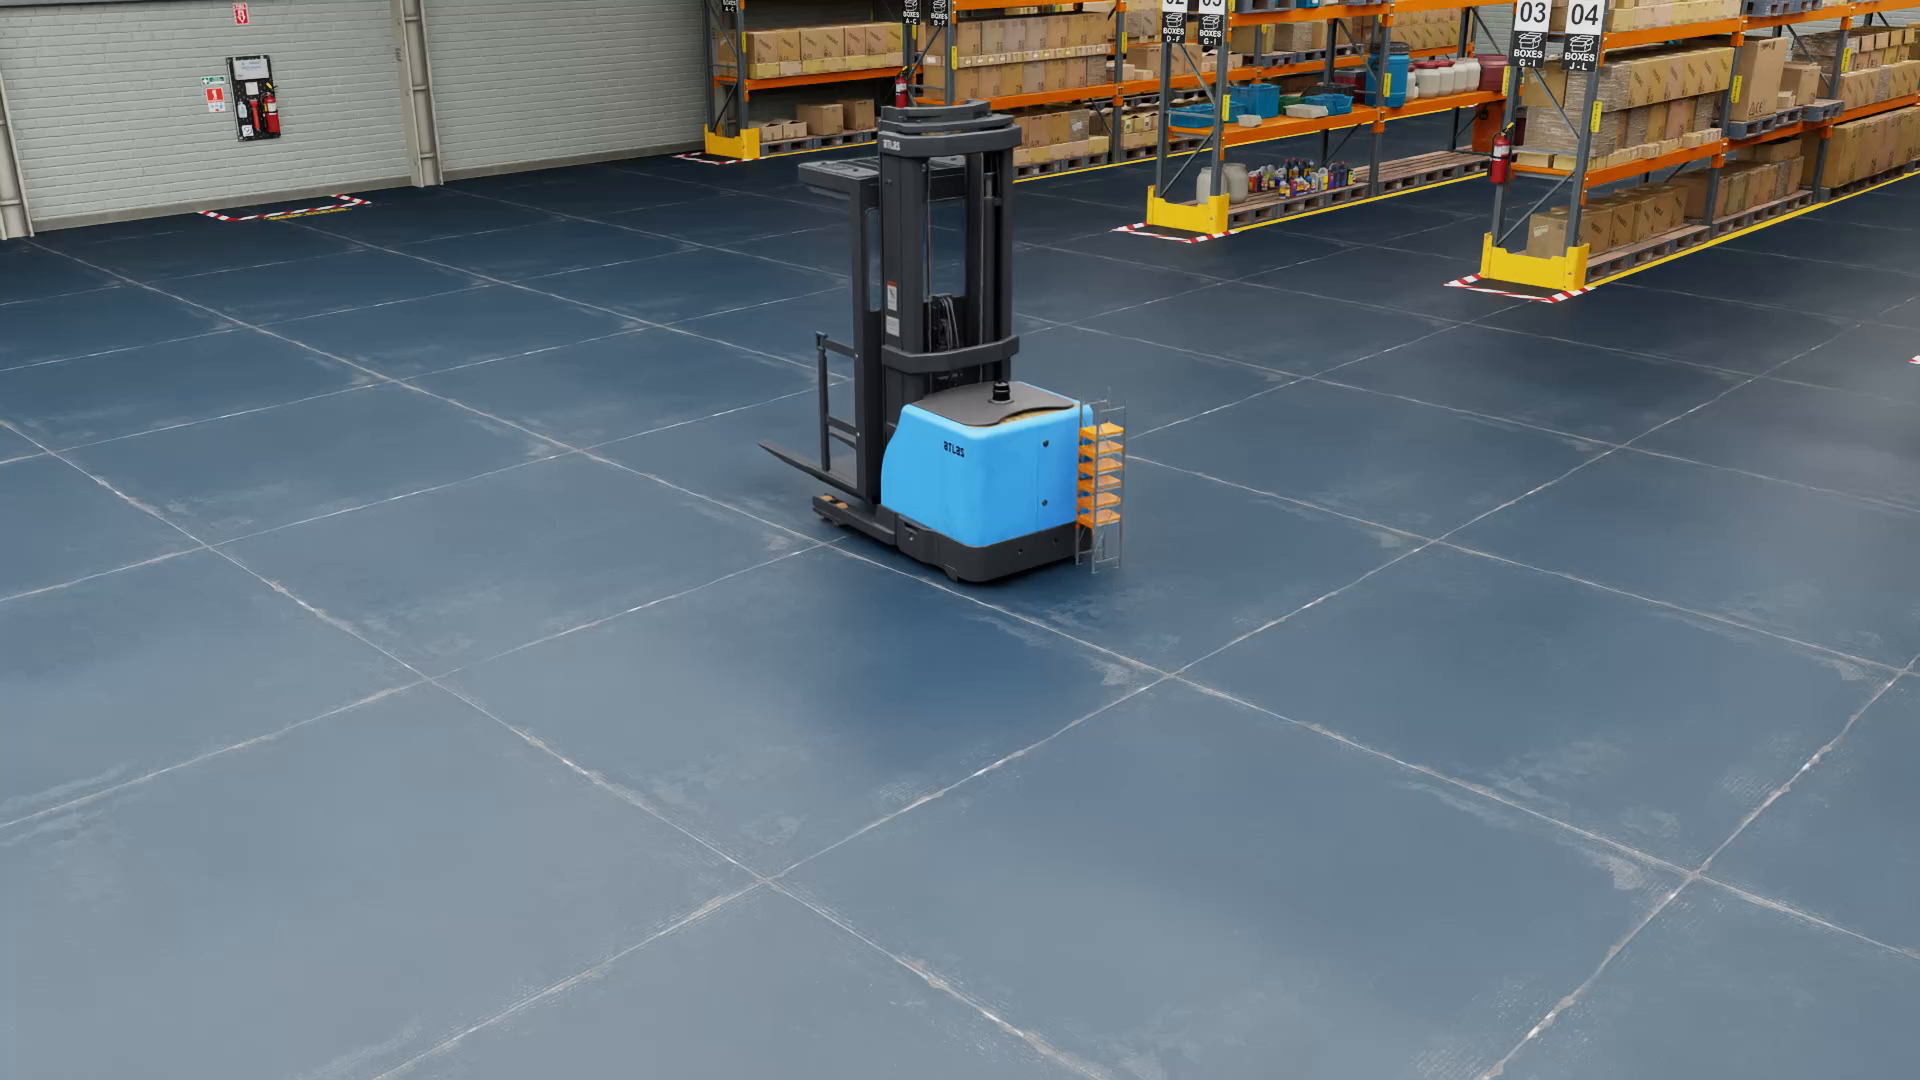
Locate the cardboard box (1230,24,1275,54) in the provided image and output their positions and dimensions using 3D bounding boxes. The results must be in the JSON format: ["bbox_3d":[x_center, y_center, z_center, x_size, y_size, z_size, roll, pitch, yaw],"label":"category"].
[{"bbox_3d":[5.460,-9.365,31.033,0.700,0.500,0.500,9,23,23],"label":"cardboard box"}]

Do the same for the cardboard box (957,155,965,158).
[{"bbox_3d":[0.054,-5.870,25.913,0.500,0.250,0.500,19,28,41],"label":"cardboard box"}]

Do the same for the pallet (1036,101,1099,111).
[{"bbox_3d":[2.154,-9.053,34.833,1.003,0.211,1.213,19,28,41],"label":"pallet"}]

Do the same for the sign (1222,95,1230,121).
[{"bbox_3d":[3.458,-5.625,21.643,0.100,0.325,0.005,19,28,41],"label":"sign"}]

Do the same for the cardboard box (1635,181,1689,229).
[{"bbox_3d":[9.099,-4.360,21.635,0.500,0.500,0.500,18,28,39],"label":"cardboard box"}]

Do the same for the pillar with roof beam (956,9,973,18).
[{"bbox_3d":[3.108,-11.776,29.669,9.100,9.000,0.400,19,28,41],"label":"pillar with roof beam"}]

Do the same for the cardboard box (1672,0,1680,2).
[{"bbox_3d":[8.220,-6.396,19.507,0.380,0.149,0.250,18,27,39],"label":"cardboard box"}]

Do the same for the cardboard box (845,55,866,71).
[{"bbox_3d":[-2.047,-8.625,30.015,0.500,0.250,0.500,19,28,40],"label":"cardboard box"}]

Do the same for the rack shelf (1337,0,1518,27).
[{"bbox_3d":[7.253,-8.241,25.657,1.077,0.370,4.000,19,28,41],"label":"rack shelf"}]

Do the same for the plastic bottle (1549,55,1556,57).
[{"bbox_3d":[10.587,-8.544,29.795,0.152,0.276,0.135,19,28,41],"label":"plastic bottle"}]

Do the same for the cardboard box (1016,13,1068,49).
[{"bbox_3d":[1.305,-8.181,26.732,0.700,0.500,0.500,19,28,41],"label":"cardboard box"}]

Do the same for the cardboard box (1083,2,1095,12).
[{"bbox_3d":[2.426,-10.906,34.141,0.500,0.250,0.500,19,28,40],"label":"cardboard box"}]

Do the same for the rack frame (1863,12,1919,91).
[{"bbox_3d":[14.987,-7.480,26.854,1.000,3.000,0.127,19,28,41],"label":"rack frame"}]

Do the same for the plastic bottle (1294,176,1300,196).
[{"bbox_3d":[4.794,-5.043,23.703,0.097,0.271,0.097,0,21,0],"label":"plastic bottle"}]

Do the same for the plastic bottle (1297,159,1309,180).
[{"bbox_3d":[5.101,-5.492,24.761,0.144,0.351,0.185,19,28,41],"label":"plastic bottle"}]

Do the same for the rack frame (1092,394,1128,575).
[{"bbox_3d":[0.974,-0.356,10.827,0.240,1.200,0.006,-13,24,-30],"label":"rack frame"}]

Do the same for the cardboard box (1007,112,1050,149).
[{"bbox_3d":[1.103,-6.605,26.780,0.500,0.500,0.500,19,28,41],"label":"cardboard box"}]

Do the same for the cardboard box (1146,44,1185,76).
[{"bbox_3d":[3.576,-8.408,29.129,0.500,0.500,0.500,19,28,41],"label":"cardboard box"}]

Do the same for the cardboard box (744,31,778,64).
[{"bbox_3d":[-3.483,-8.451,28.517,0.500,0.500,0.500,19,28,41],"label":"cardboard box"}]

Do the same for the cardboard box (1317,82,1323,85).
[{"bbox_3d":[7.380,-8.935,33.511,0.500,0.500,0.500,18,27,38],"label":"cardboard box"}]

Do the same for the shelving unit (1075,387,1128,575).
[{"bbox_3d":[0.925,-0.383,10.900,0.258,1.200,0.189,-13,24,-30],"label":"shelving unit"}]

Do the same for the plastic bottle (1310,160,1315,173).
[{"bbox_3d":[5.321,-5.623,25.211,0.097,0.271,0.097,0,21,0],"label":"plastic bottle"}]

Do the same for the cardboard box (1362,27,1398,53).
[{"bbox_3d":[8.443,-10.069,33.452,0.500,0.500,0.500,-19,28,-41],"label":"cardboard box"}]

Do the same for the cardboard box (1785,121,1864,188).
[{"bbox_3d":[12.693,-5.828,24.932,1.225,0.875,0.875,18,27,38],"label":"cardboard box"}]

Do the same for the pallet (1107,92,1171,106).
[{"bbox_3d":[3.856,-9.680,36.465,1.003,0.211,1.213,19,28,41],"label":"pallet"}]

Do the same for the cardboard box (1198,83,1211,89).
[{"bbox_3d":[5.288,-10.523,37.670,0.700,0.500,0.500,19,28,40],"label":"cardboard box"}]

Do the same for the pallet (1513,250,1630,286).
[{"bbox_3d":[7.261,-3.313,19.900,1.003,0.211,1.213,19,28,41],"label":"pallet"}]

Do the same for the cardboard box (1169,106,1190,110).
[{"bbox_3d":[3.850,-7.517,29.417,0.500,0.311,0.500,-19,28,-41],"label":"cardboard box"}]

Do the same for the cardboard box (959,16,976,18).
[{"bbox_3d":[0.376,-9.974,32.589,0.700,0.500,0.500,19,28,41],"label":"cardboard box"}]

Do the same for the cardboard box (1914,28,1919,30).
[{"bbox_3d":[15.854,-8.082,27.171,0.500,0.500,0.500,19,28,41],"label":"cardboard box"}]

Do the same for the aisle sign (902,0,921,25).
[{"bbox_3d":[-0.735,-8.145,24.962,0.394,0.787,0.004,19,28,41],"label":"aisle sign"}]

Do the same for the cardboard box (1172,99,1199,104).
[{"bbox_3d":[4.166,-7.908,30.433,0.500,0.311,0.500,18,28,39],"label":"cardboard box"}]

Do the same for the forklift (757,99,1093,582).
[{"bbox_3d":[-0.403,-1.562,11.554,1.130,2.935,3.031,-15,26,-34],"label":"forklift"}]

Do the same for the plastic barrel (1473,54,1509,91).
[{"bbox_3d":[8.541,-7.559,26.872,0.600,0.536,0.708,19,28,41],"label":"plastic barrel"}]

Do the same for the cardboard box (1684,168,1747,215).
[{"bbox_3d":[10.196,-4.732,22.576,0.700,0.500,0.500,19,28,40],"label":"cardboard box"}]

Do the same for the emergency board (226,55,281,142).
[{"bbox_3d":[-10.099,-6.343,23.895,0.194,1.169,0.643,19,28,41],"label":"emergency board"}]

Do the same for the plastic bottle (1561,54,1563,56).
[{"bbox_3d":[10.933,-8.677,30.036,0.144,0.351,0.185,19,28,41],"label":"plastic bottle"}]

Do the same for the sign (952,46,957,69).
[{"bbox_3d":[-0.086,-7.176,24.746,0.100,0.325,0.005,19,28,41],"label":"sign"}]

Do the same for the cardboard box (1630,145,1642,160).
[{"bbox_3d":[7.853,-4.614,19.749,0.380,0.149,0.250,19,28,41],"label":"cardboard box"}]

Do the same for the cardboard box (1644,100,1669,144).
[{"bbox_3d":[8.019,-5.117,20.152,0.875,0.500,0.500,19,28,41],"label":"cardboard box"}]

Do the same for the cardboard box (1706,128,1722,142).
[{"bbox_3d":[9.467,-5.177,21.213,0.380,0.149,0.250,19,28,41],"label":"cardboard box"}]

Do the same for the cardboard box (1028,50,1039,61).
[{"bbox_3d":[1.022,-7.667,26.297,0.380,0.149,0.250,20,28,41],"label":"cardboard box"}]

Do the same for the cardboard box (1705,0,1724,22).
[{"bbox_3d":[8.904,-6.439,20.175,0.500,0.250,0.500,-19,28,-41],"label":"cardboard box"}]

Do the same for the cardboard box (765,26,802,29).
[{"bbox_3d":[-3.139,-8.839,29.526,0.500,0.500,0.500,18,28,39],"label":"cardboard box"}]

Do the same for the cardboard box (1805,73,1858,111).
[{"bbox_3d":[12.731,-6.555,24.308,0.500,0.500,0.500,-19,28,-40],"label":"cardboard box"}]

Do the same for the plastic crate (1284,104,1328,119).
[{"bbox_3d":[4.906,-6.059,23.525,0.530,0.136,0.437,19,28,41],"label":"plastic crate"}]

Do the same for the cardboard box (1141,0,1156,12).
[{"bbox_3d":[3.834,-11.431,35.506,0.500,0.250,0.500,-19,28,-41],"label":"cardboard box"}]

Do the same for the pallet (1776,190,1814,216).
[{"bbox_3d":[11.651,-4.949,24.157,1.003,0.211,1.213,19,28,41],"label":"pallet"}]

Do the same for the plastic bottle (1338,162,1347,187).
[{"bbox_3d":[5.615,-5.394,24.507,0.144,0.351,0.185,18,28,39],"label":"plastic bottle"}]

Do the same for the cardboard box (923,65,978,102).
[{"bbox_3d":[-0.144,-7.039,25.567,0.700,0.500,0.500,19,28,41],"label":"cardboard box"}]

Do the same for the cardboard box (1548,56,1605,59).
[{"bbox_3d":[7.167,-5.380,19.444,0.500,0.500,0.500,19,28,41],"label":"cardboard box"}]

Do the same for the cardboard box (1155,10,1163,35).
[{"bbox_3d":[4.199,-11.212,35.982,0.500,0.500,0.500,19,28,40],"label":"cardboard box"}]

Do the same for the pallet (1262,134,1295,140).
[{"bbox_3d":[5.650,-7.813,31.607,1.003,0.211,1.213,19,28,41],"label":"pallet"}]

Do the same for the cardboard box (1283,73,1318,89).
[{"bbox_3d":[6.683,-9.028,32.708,0.500,0.250,0.500,19,28,41],"label":"cardboard box"}]

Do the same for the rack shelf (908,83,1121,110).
[{"bbox_3d":[0.916,-7.054,26.748,1.077,0.370,4.000,19,28,41],"label":"rack shelf"}]

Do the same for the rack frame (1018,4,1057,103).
[{"bbox_3d":[1.550,-10.171,33.855,1.000,3.000,0.127,19,28,41],"label":"rack frame"}]
